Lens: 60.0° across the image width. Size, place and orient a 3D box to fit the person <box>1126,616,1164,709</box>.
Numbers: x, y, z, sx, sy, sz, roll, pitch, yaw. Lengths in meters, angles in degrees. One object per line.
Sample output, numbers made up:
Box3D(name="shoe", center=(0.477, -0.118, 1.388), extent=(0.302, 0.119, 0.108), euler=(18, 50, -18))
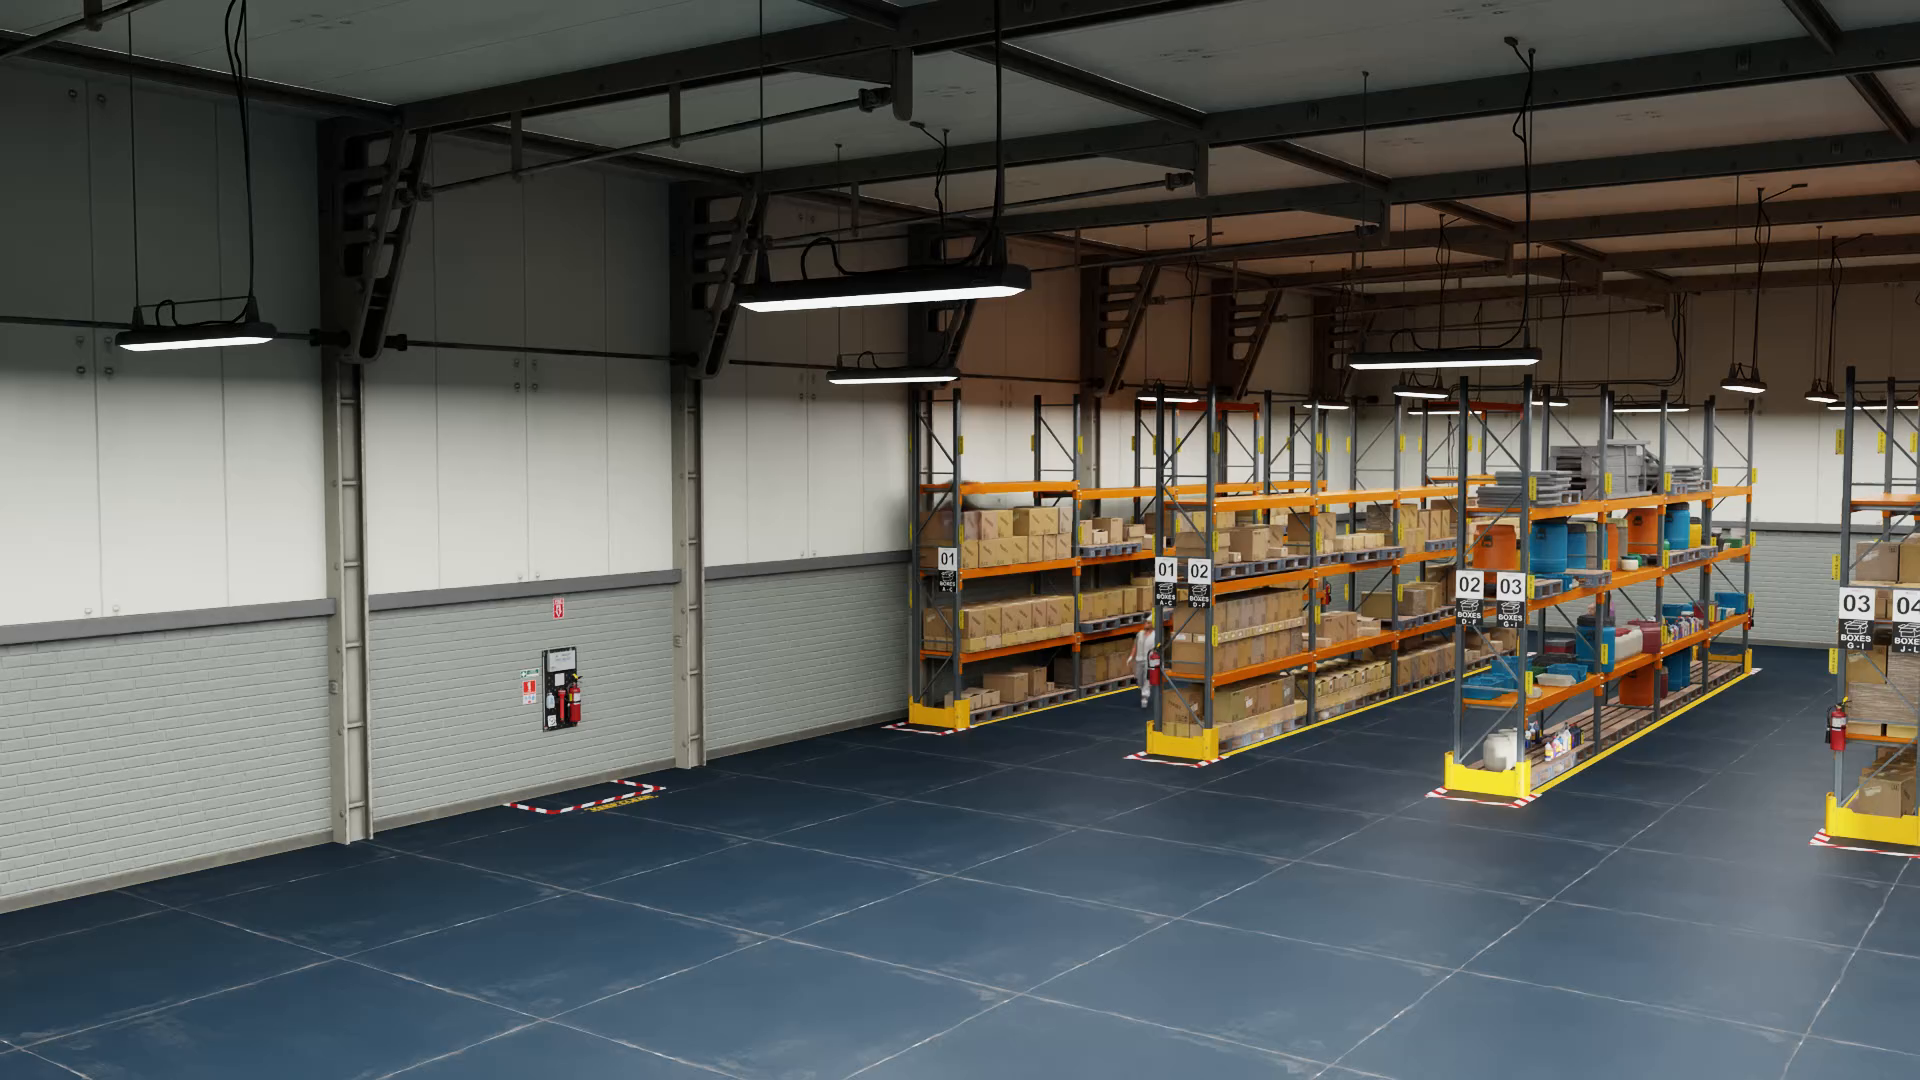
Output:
Box3D(name="person", center=(3.552, 2.331, 31.788), extent=(0.670, 1.740, 1.016), euler=(1, 4, 23))

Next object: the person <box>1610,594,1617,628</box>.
Box3D(name="person", center=(15.082, 2.011, 38.702), extent=(0.502, 1.615, 0.341), euler=(0, 3, -4))

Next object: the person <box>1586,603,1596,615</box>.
Box3D(name="person", center=(12.935, 2.163, 34.289), extent=(0.659, 1.728, 1.046), euler=(3, 4, 40))
